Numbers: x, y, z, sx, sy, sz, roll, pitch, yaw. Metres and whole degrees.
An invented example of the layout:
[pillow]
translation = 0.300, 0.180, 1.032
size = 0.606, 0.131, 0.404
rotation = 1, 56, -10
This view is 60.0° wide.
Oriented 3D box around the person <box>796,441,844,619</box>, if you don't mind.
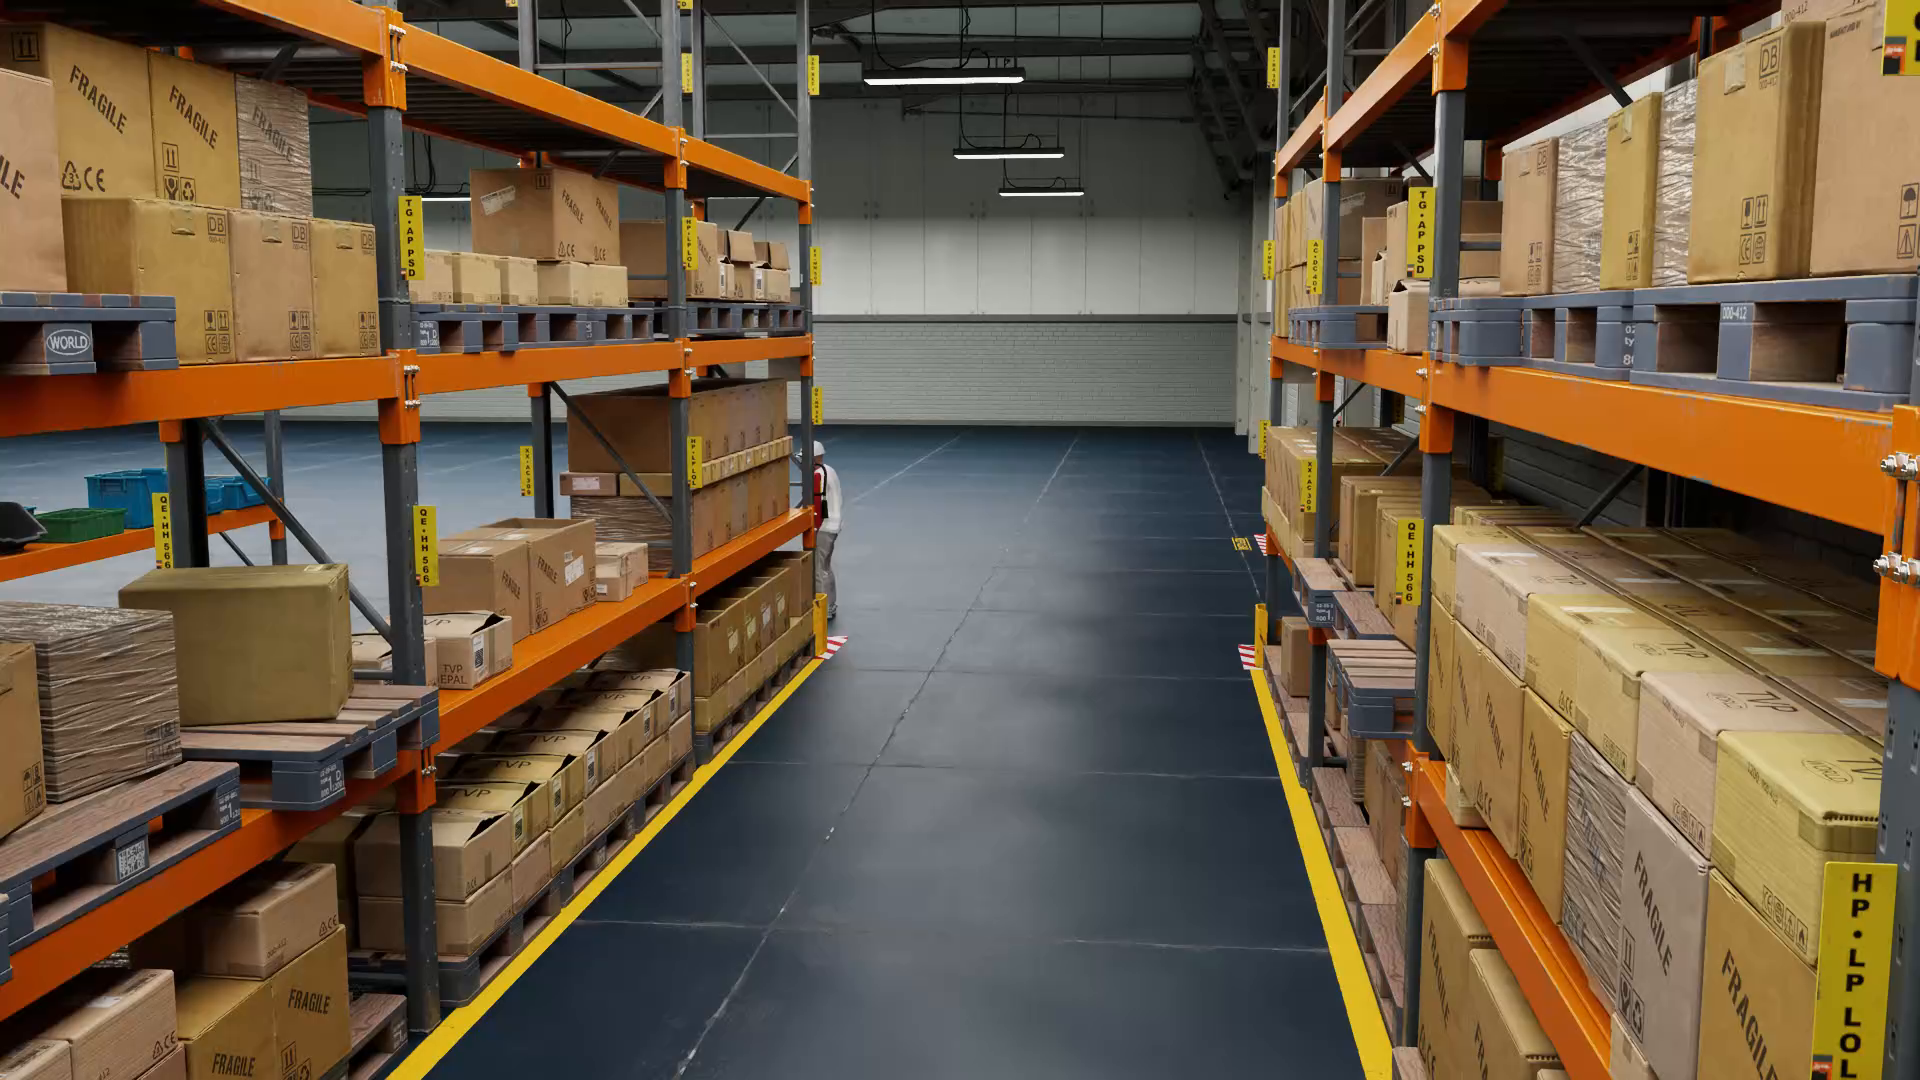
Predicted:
[person]
translation = -1.390, -0.105, 16.525
size = 0.460, 1.757, 0.627
rotation = 1, 8, 6
